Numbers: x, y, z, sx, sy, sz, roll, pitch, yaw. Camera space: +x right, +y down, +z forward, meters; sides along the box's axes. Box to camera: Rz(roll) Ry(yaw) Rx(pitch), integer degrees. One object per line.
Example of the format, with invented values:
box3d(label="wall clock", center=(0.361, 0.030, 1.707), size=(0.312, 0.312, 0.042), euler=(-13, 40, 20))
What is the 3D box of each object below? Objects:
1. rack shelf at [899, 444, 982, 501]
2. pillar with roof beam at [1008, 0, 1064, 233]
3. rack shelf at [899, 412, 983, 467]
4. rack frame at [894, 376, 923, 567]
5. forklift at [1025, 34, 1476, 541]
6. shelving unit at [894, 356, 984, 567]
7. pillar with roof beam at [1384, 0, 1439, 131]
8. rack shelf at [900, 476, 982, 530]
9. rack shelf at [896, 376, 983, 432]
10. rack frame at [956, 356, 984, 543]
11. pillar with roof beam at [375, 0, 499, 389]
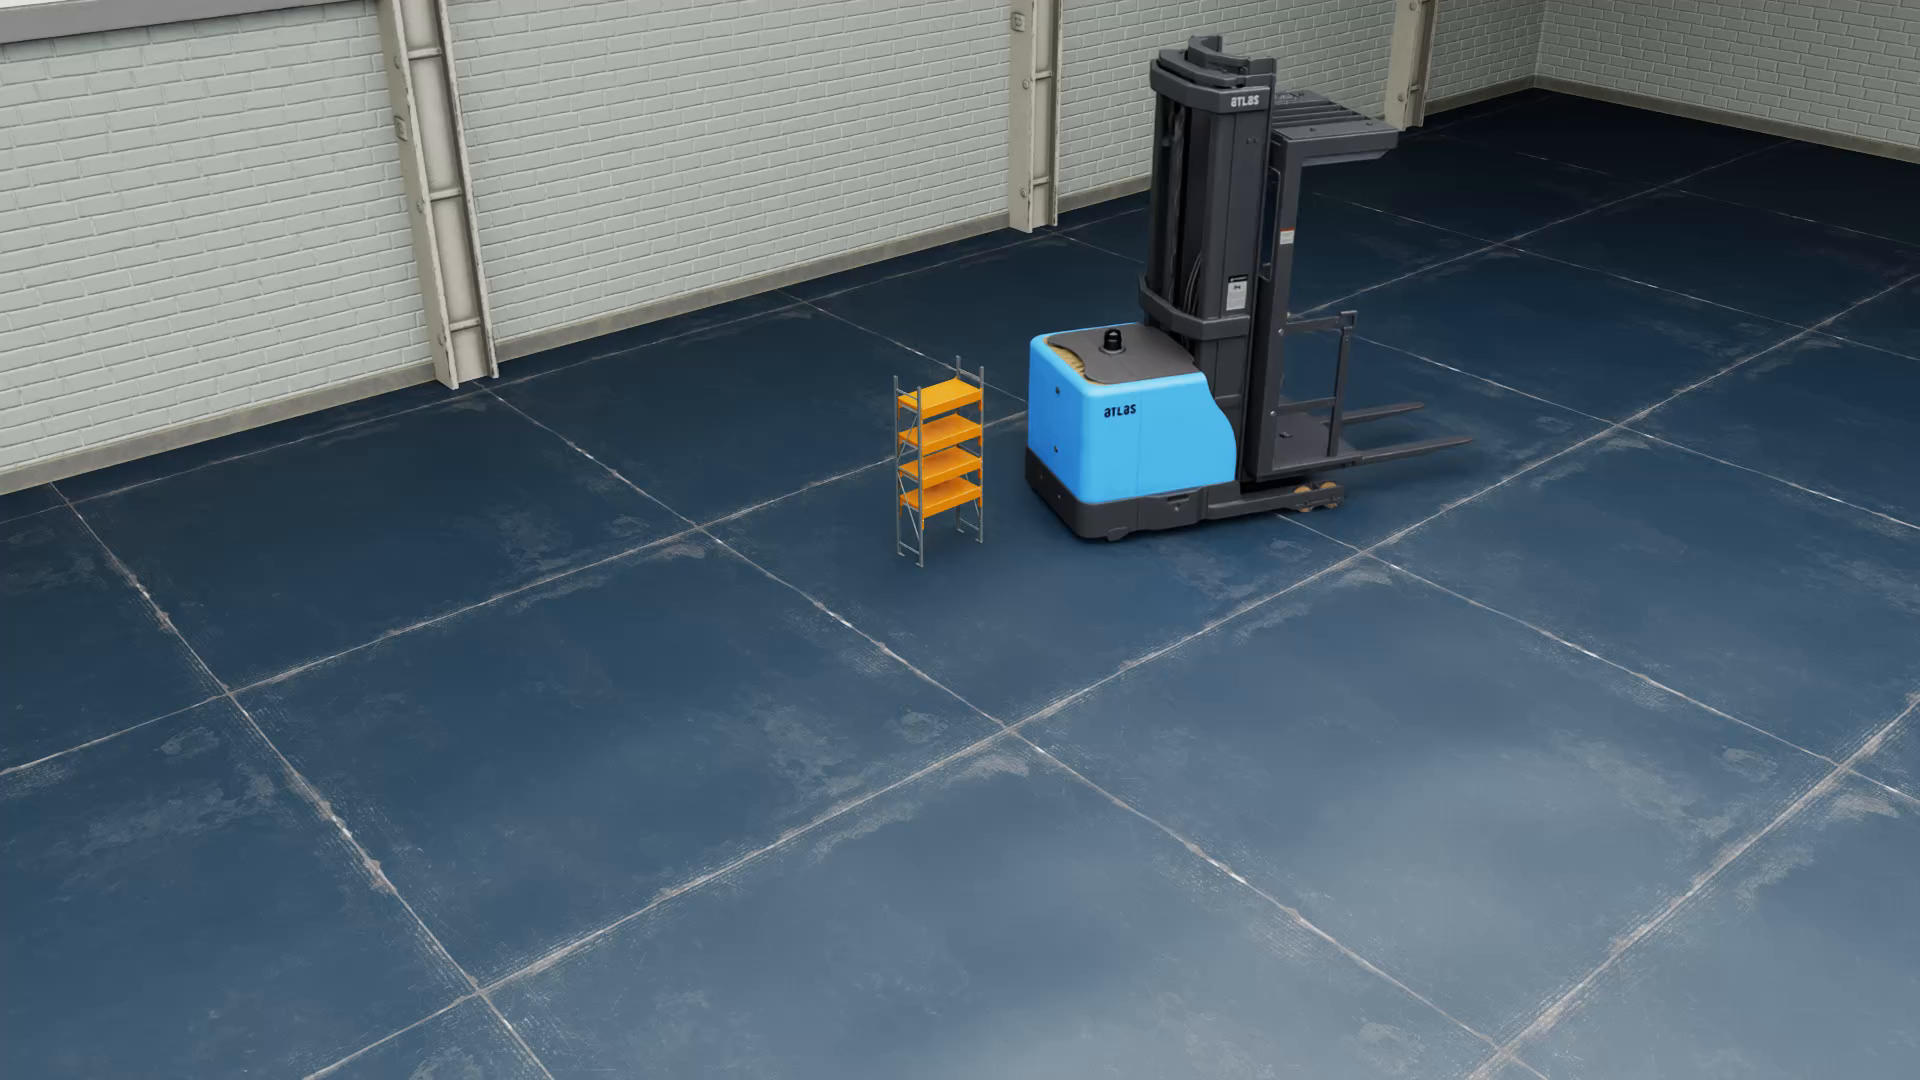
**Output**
box3d(label="rack shelf", center=(-0.126, -0.419, 10.262), size=(0.480, 0.148, 0.258), euler=(-22, 35, -35))
box3d(label="pillar with roof beam", center=(3.511, -5.531, 11.411), size=(0.400, 9.000, 9.100), euler=(-22, 35, -35))
box3d(label="rack shelf", center=(-0.126, -0.616, 10.157), size=(0.480, 0.148, 0.258), euler=(-22, 35, -35))
box3d(label="rack frame", center=(-0.312, -0.404, 10.091), size=(0.015, 1.200, 0.240), euler=(-22, 35, -35))
box3d(label="forklift", center=(2.013, -1.699, 10.678), size=(3.031, 2.935, 1.130), euler=(-10, 30, -17))
box3d(label="shelving unit", center=(-0.126, -0.479, 10.231), size=(0.503, 1.200, 0.258), euler=(-22, 35, -35))
box3d(label="pillar with roof beam", center=(8.075, -7.367, 14.846), size=(0.400, 9.000, 9.100), euler=(-22, 35, -35))
box3d(label="rack shelf", center=(-0.126, -0.244, 10.356), size=(0.480, 0.148, 0.258), euler=(-22, 35, -35))
box3d(label="rack shelf", center=(-0.126, -0.825, 10.046), size=(0.480, 0.148, 0.258), euler=(-22, 35, -35))
box3d(label="rack frame", center=(0.060, -0.553, 10.370), size=(0.015, 1.200, 0.240), euler=(-22, 35, -35))
box3d(label="pillar with roof beam", center=(-1.054, -3.696, 7.977), size=(0.400, 9.000, 9.100), euler=(-22, 35, -35))
